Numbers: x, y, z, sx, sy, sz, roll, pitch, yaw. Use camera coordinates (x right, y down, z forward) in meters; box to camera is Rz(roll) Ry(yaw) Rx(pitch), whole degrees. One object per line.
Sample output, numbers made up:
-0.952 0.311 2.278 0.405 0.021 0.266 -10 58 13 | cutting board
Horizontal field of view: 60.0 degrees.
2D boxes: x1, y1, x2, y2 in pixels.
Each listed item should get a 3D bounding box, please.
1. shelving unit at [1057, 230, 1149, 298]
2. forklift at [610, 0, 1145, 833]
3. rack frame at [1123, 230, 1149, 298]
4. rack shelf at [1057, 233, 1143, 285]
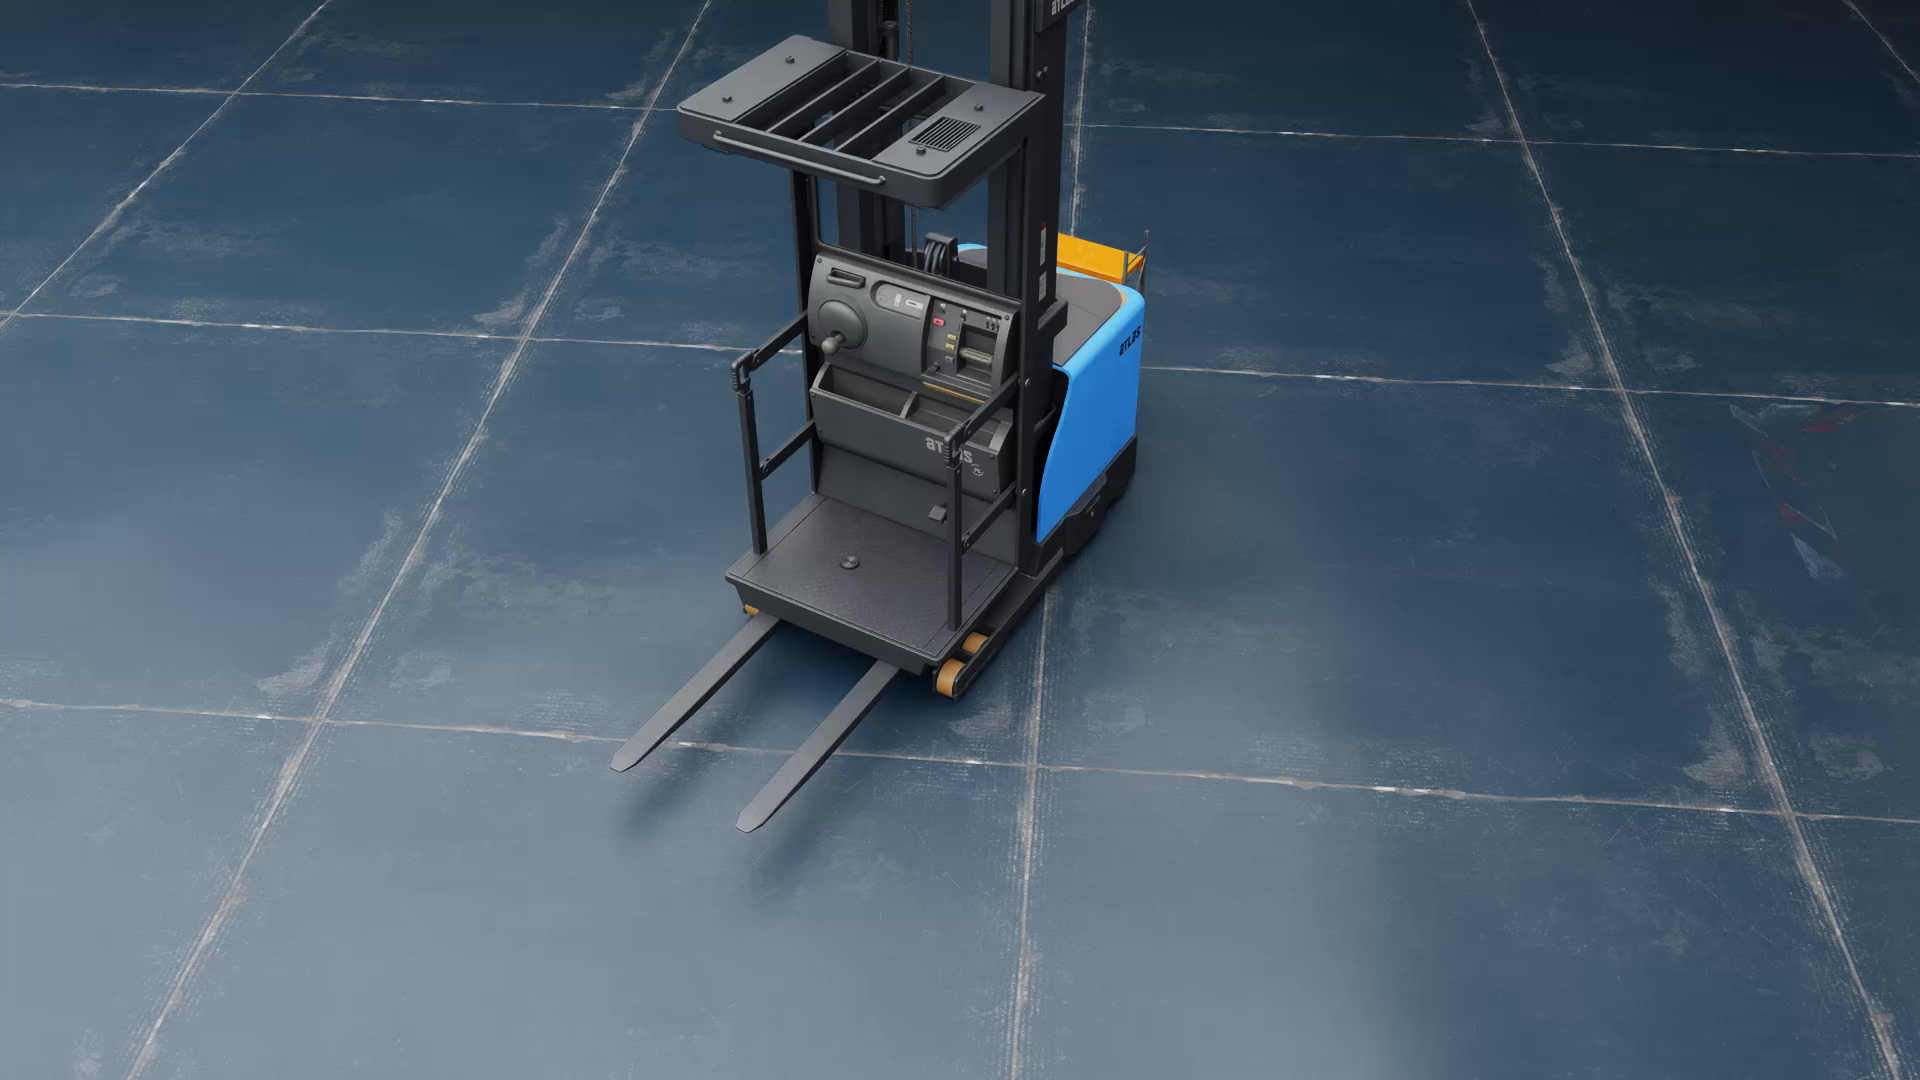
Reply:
0.612 -1.000 8.199 0.503 1.200 0.258 20 43 23 | shelving unit
-0.315 -0.798 6.579 1.130 2.935 3.031 20 43 23 | forklift
0.822 -0.922 8.103 0.015 1.200 0.240 20 43 23 | rack frame
0.612 -1.305 7.951 0.480 0.148 0.258 20 43 23 | rack shelf
